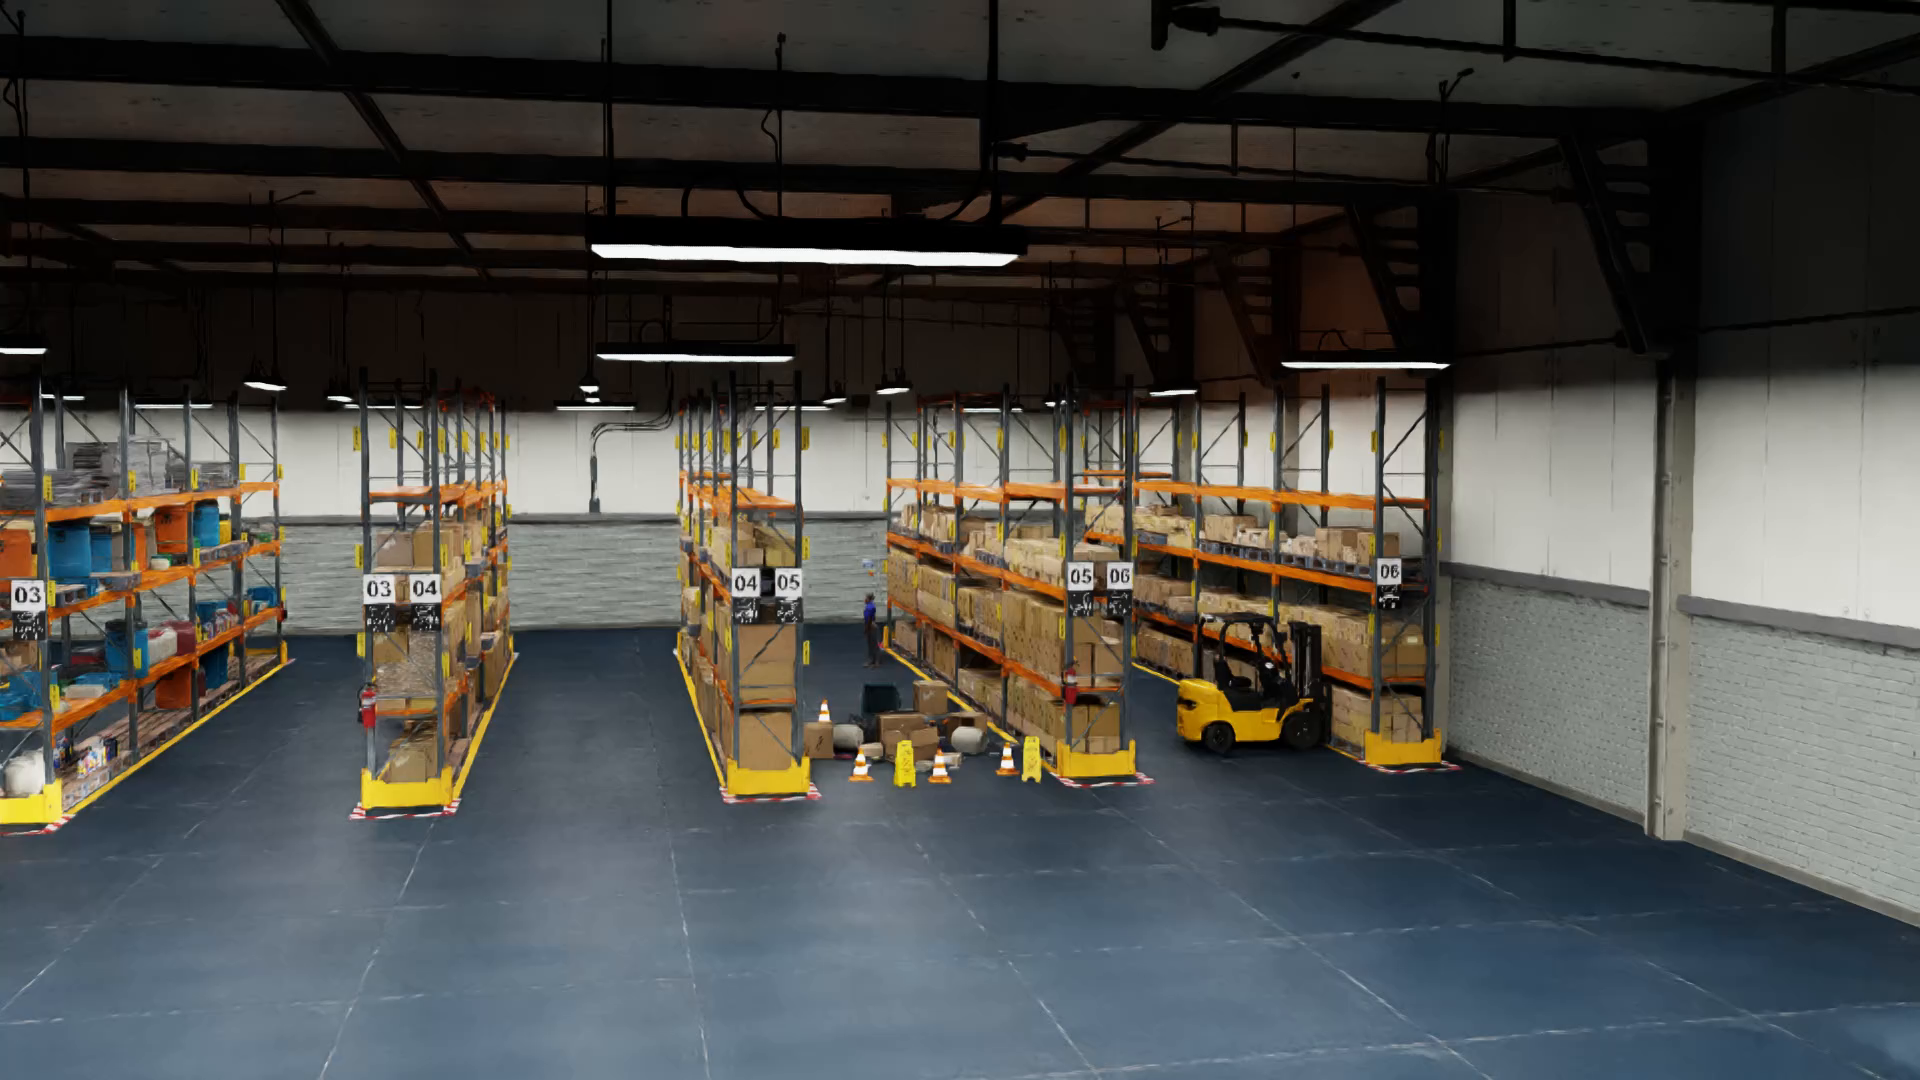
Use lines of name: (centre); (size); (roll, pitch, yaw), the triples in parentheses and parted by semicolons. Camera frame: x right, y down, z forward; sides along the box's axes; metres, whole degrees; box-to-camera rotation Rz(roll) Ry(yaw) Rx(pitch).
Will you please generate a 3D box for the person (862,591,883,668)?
person: (-1.947, 1.981, 36.929); (0.452, 1.684, 0.473); (0, 3, 0)
